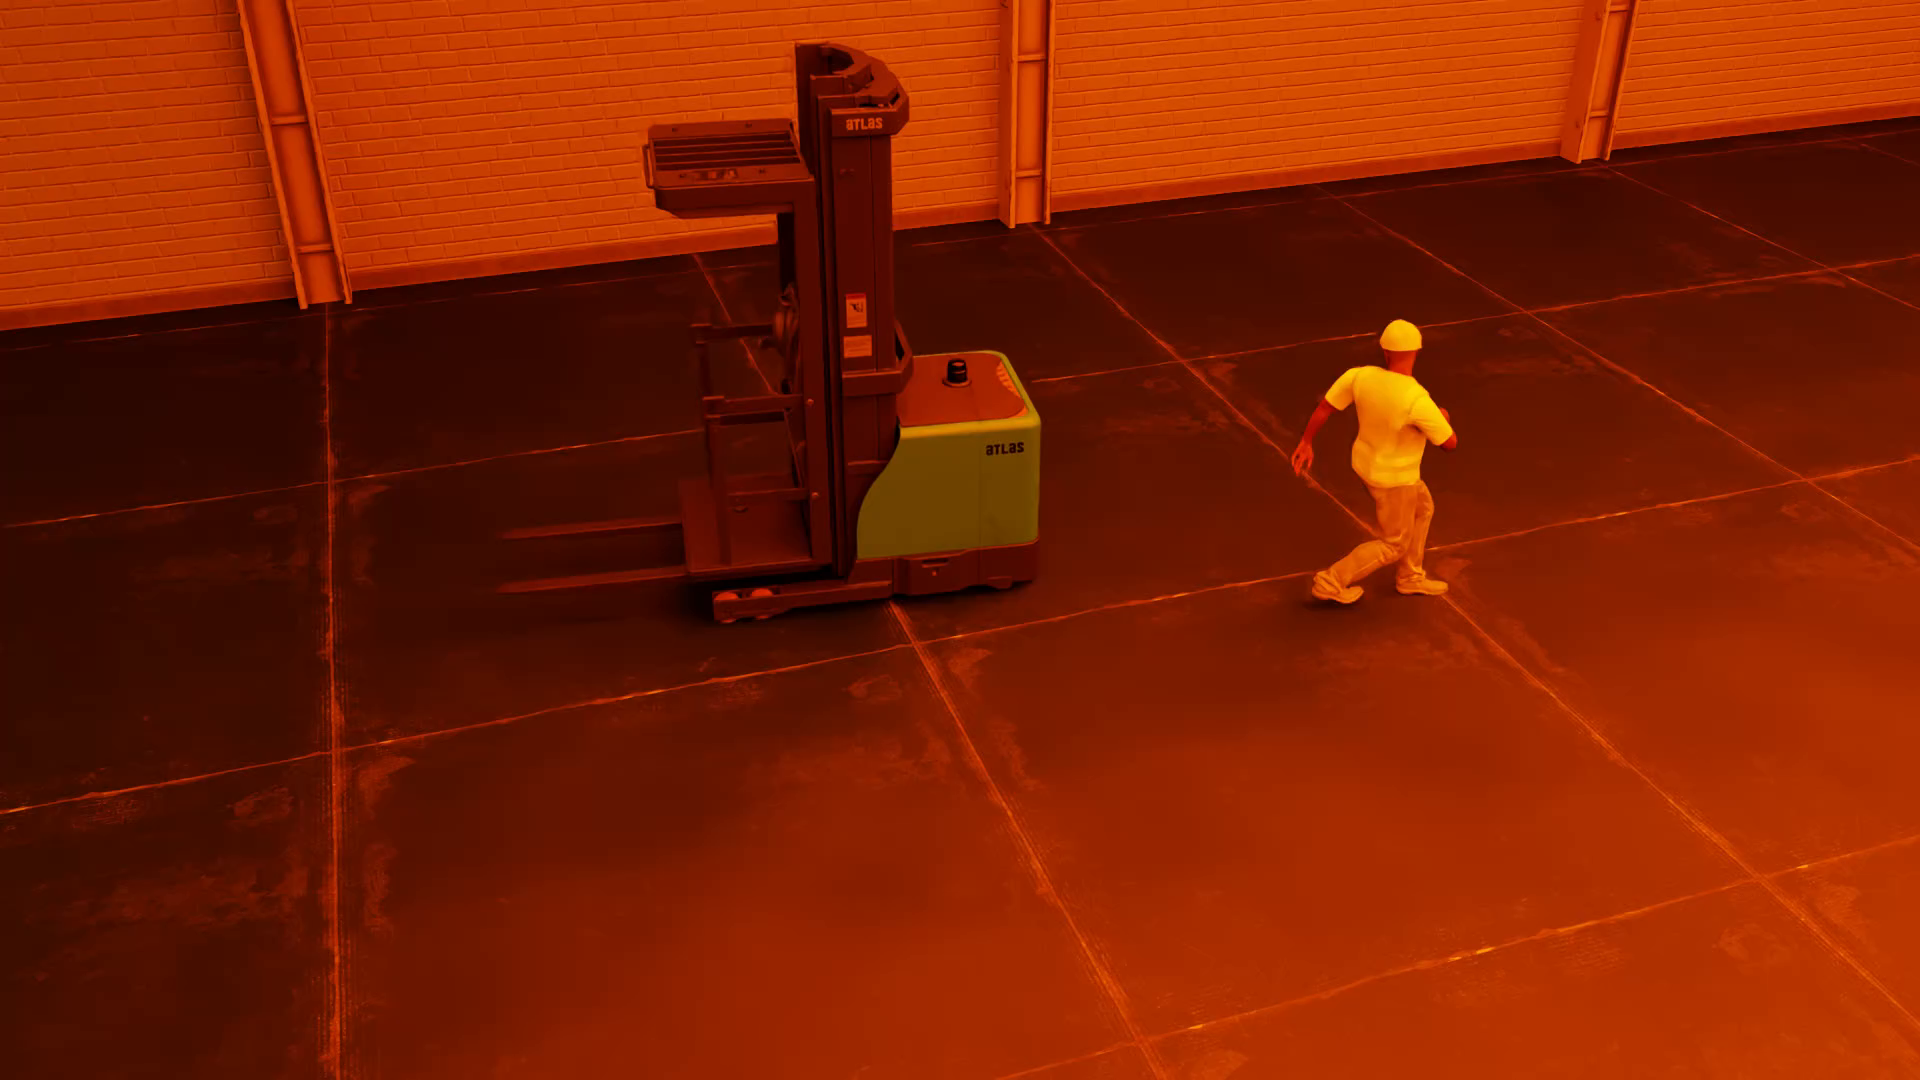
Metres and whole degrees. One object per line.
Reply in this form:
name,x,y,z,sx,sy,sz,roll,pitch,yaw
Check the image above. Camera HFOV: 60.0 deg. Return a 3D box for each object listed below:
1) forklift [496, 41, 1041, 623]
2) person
forklift,-1.112,-1.098,8.995,3.031,2.935,1.130,-6,30,-10
person,2.336,-0.404,9.072,0.937,1.679,0.595,-7,31,-12
